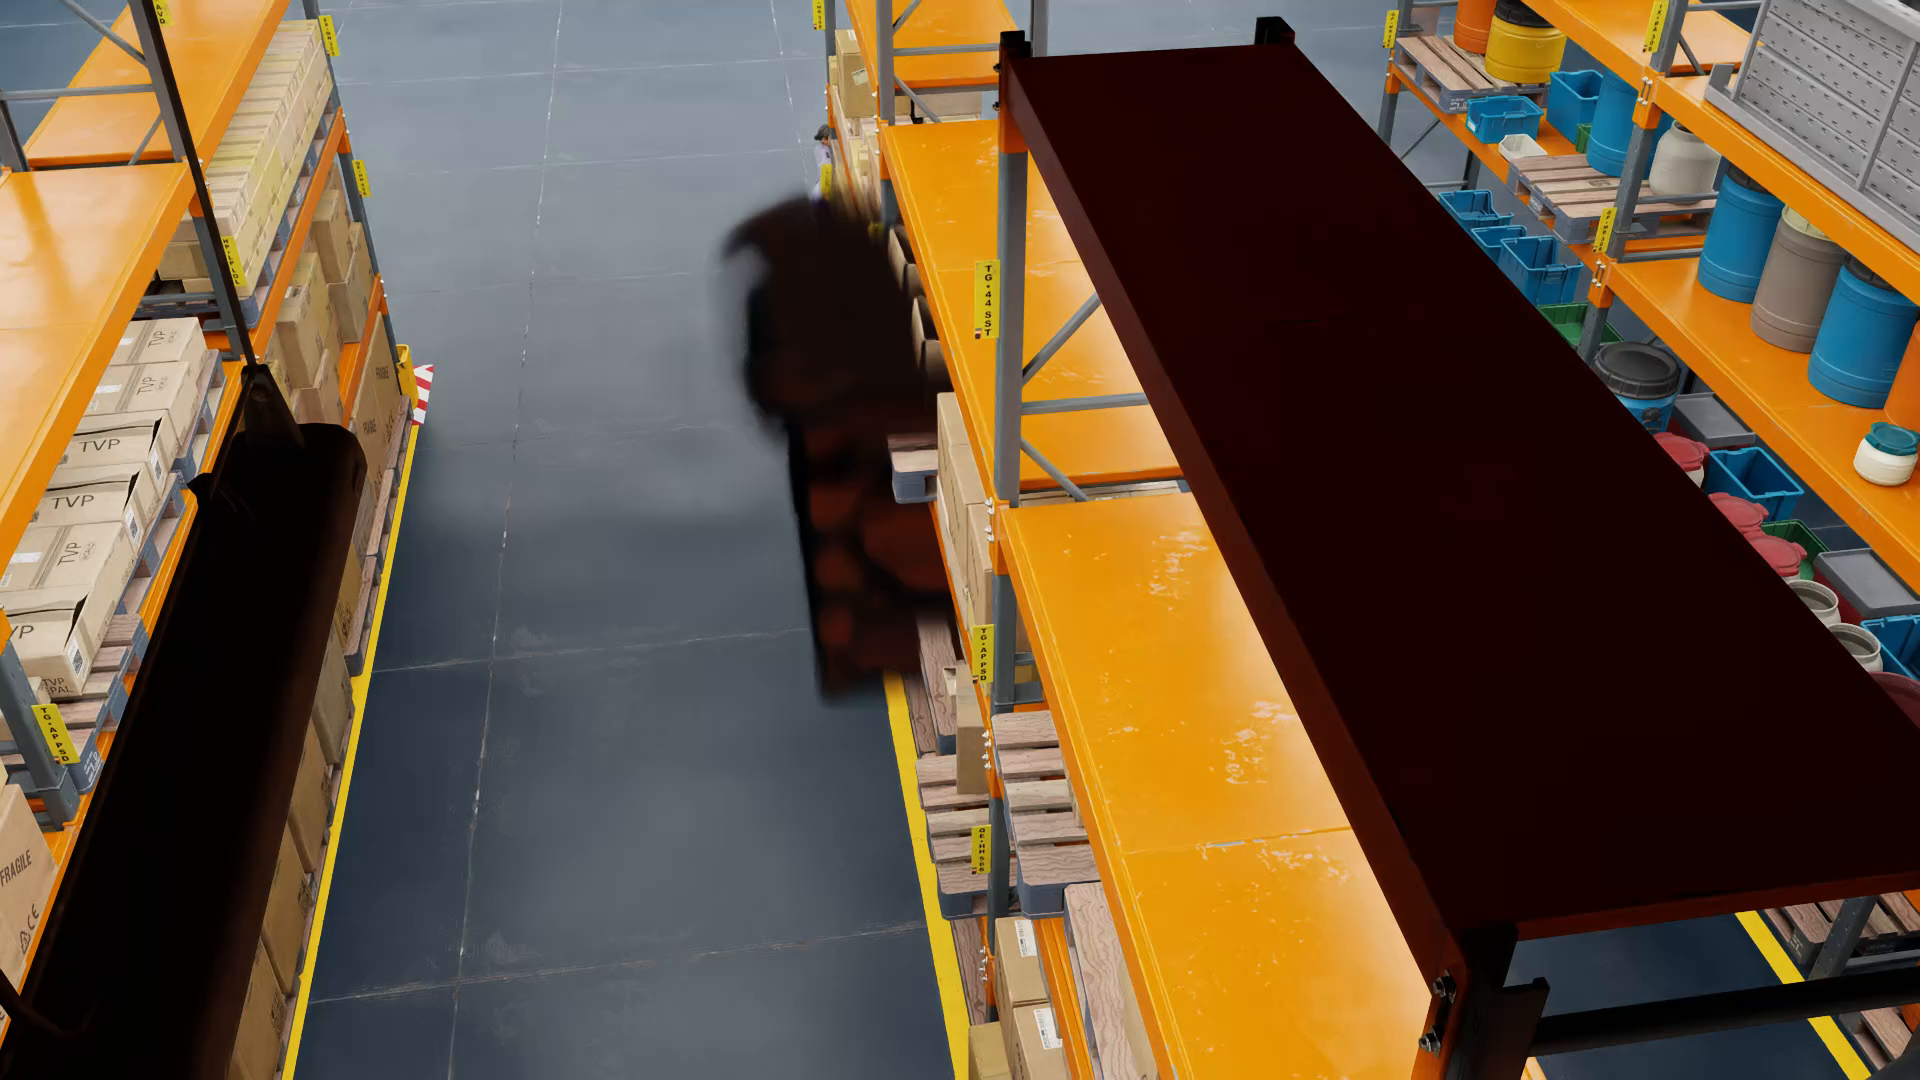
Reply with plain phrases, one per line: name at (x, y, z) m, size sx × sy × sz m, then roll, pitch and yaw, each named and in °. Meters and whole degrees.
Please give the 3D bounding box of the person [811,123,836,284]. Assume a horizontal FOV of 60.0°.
person at (-1.304, -3.373, 16.686) m, size 0.369 × 1.666 × 0.524 m, roll -14°, pitch 39°, yaw -18°
